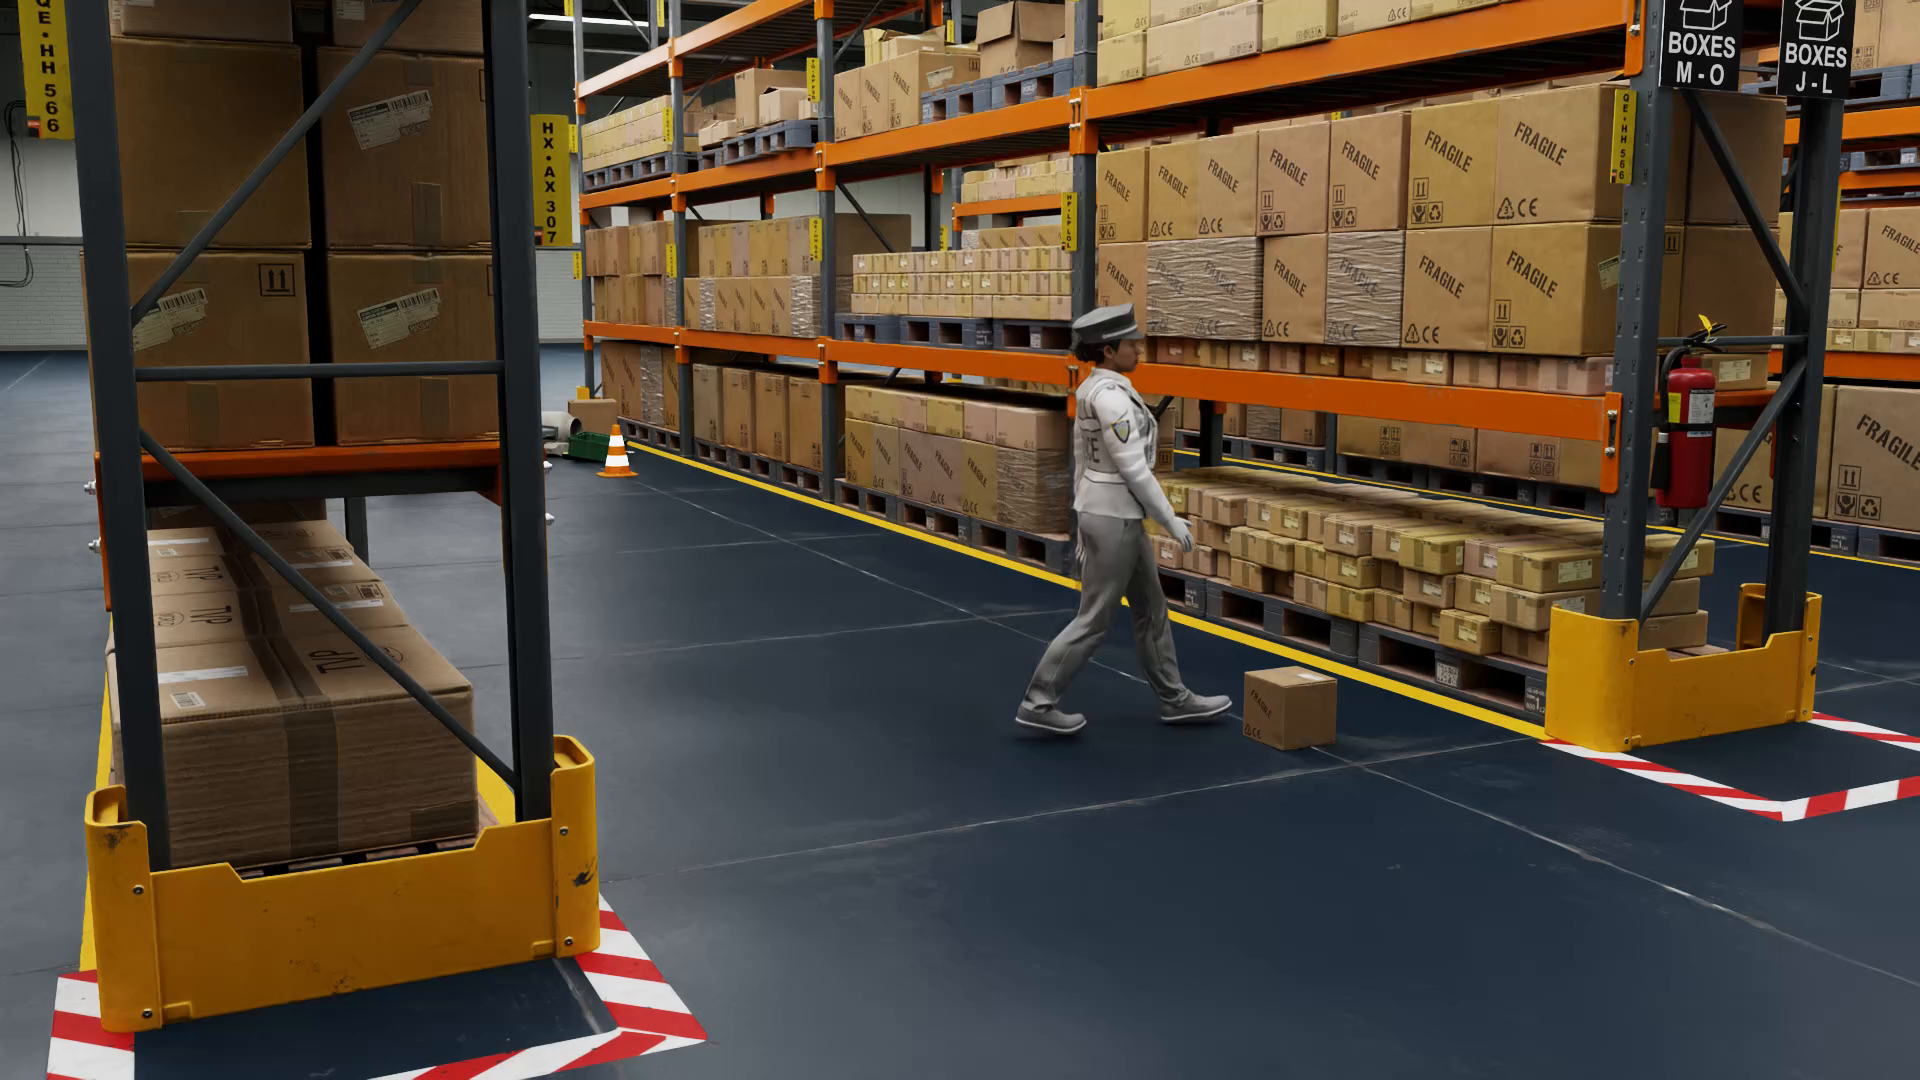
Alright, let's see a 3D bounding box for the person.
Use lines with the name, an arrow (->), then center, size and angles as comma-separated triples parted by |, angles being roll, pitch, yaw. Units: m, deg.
person -> 0.643, -0.074, 6.308 | 0.877, 1.641, 0.491 | 0, 9, -3
